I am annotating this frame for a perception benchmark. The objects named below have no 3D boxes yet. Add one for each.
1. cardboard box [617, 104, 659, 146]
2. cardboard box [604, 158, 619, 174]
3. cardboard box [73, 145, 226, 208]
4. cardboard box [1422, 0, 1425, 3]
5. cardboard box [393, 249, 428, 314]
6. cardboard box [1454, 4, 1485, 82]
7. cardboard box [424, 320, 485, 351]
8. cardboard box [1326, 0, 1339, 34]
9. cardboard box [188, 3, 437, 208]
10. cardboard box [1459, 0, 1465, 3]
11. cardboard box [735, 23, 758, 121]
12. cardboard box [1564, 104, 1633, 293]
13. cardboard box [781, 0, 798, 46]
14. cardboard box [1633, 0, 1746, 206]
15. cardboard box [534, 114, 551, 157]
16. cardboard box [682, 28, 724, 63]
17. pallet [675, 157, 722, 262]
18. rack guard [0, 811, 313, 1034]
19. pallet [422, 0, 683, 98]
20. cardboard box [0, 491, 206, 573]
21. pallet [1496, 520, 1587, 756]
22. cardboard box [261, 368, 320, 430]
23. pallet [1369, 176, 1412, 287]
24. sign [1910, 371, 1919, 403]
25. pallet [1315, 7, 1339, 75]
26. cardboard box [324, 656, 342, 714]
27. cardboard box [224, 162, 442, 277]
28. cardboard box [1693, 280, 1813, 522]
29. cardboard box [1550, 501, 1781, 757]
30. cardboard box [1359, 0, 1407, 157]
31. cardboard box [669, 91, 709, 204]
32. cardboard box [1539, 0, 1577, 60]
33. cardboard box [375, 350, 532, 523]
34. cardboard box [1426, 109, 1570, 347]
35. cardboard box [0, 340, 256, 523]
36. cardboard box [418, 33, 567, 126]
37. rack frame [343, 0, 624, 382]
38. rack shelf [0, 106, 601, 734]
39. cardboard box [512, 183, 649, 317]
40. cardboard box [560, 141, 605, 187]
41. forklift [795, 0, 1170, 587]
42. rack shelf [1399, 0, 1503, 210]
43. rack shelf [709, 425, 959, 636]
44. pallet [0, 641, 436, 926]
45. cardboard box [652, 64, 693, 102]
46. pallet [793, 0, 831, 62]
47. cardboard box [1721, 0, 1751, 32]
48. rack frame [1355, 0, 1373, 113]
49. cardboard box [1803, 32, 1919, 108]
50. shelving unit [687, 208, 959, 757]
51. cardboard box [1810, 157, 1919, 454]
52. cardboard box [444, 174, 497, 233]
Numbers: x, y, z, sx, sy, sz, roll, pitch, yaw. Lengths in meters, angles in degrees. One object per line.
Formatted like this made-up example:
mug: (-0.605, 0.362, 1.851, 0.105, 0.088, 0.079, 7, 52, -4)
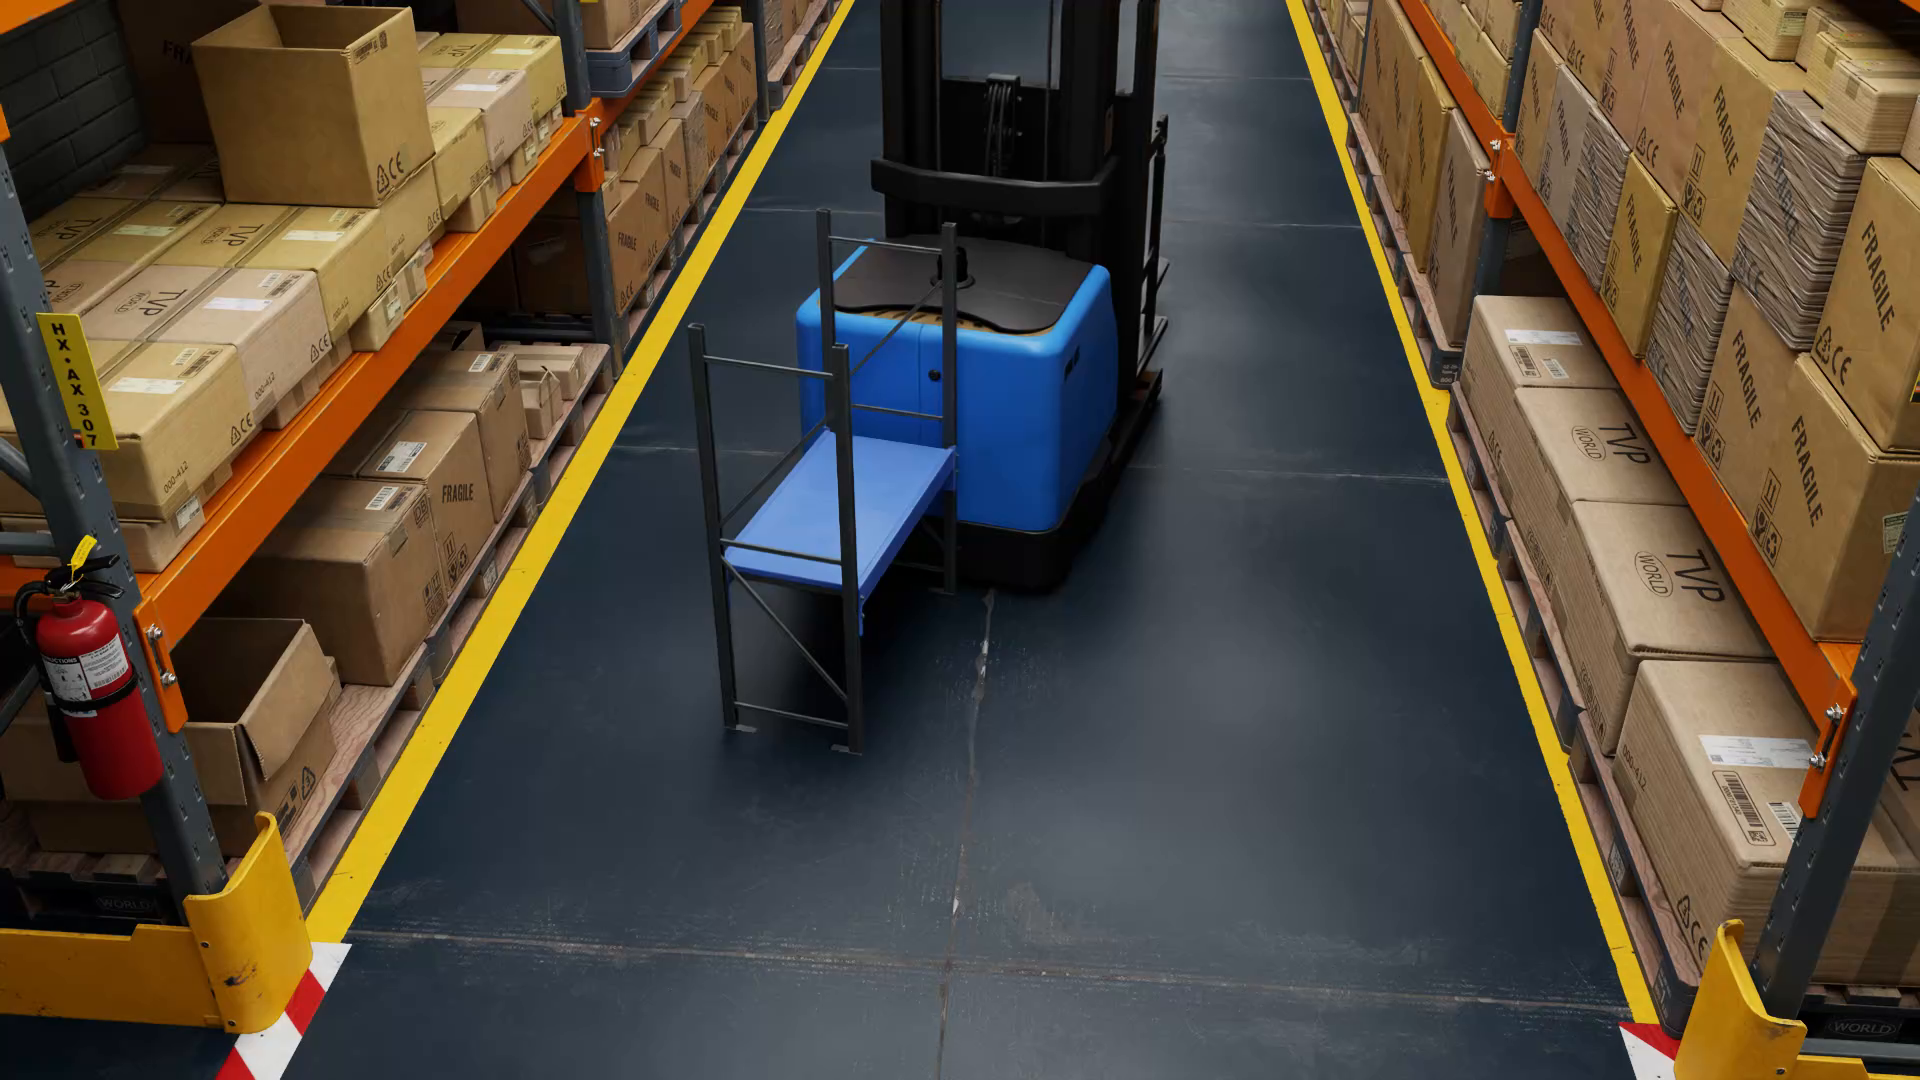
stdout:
cardboard box: (-1.823, -2.211, 8.842, 0.380, 0.149, 0.250, 2, 32, 4)
cardboard box: (-1.898, -1.803, 8.180, 0.380, 0.149, 0.250, 2, 32, 3)
cardboard box: (-2.560, -1.113, 5.556, 0.500, 0.250, 0.500, 2, 32, 4)
cardboard box: (2.772, -3.117, 9.092, 0.500, 0.250, 0.500, 3, 32, 6)
cardboard box: (-2.008, -0.859, 5.525, 0.380, 0.149, 0.250, 3, 32, 5)
cardboard box: (2.637, -2.325, 7.807, 0.500, 0.250, 0.500, 2, 32, 3)
cardboard box: (-2.428, -0.787, 7.330, 0.500, 0.311, 0.500, 4, 32, 6)
cardboard box: (3.310, -4.107, 12.660, 0.950, 0.372, 0.625, 3, 32, 6)
cardboard box: (-2.037, -1.388, 5.288, 0.500, 0.500, 0.500, 3, 32, 5)
cardboard box: (2.672, -2.800, 8.102, 0.500, 0.250, 0.500, 3, 32, 5)
cardboard box: (-1.633, -3.064, 10.845, 0.500, 0.500, 0.500, 3, 32, 5)
cardboard box: (2.418, -1.163, 5.683, 0.500, 0.500, 0.500, 3, 32, 4)
cardboard box: (-1.703, -4.015, 12.269, 0.875, 0.625, 0.625, 3, 32, 6)
cardboard box: (2.385, -1.313, 4.972, 0.500, 0.500, 0.500, 2, 32, 4)
cardboard box: (-1.912, -1.666, 6.834, 0.380, 0.149, 0.250, 3, 32, 5)
cardboard box: (-1.657, -3.021, 10.157, 0.380, 0.149, 0.250, 1, 32, 2)
pallet: (-2.013, -1.967, 9.741, 1.003, 0.211, 1.213, 2, 32, 4)
rack guard: (-2.458, 1.028, 4.605, 1.175, 0.500, 0.348, 2, 32, 4)
pallet: (-1.964, -2.419, 8.000, 1.003, 0.211, 1.213, 2, 32, 4)
cardboard box: (-2.164, -0.049, 4.211, 0.380, 0.149, 0.250, 2, 32, 4)
pallet: (2.573, 0.343, 5.992, 1.003, 0.211, 1.213, 2, 32, 4)
cardboard box: (-2.121, -0.453, 4.865, 0.380, 0.149, 0.250, 3, 32, 6)
pallet: (2.894, -1.737, 9.367, 1.003, 0.211, 1.213, 2, 32, 4)
sign: (1.944, -0.410, 3.227, 0.100, 0.325, 0.005, 2, 32, 4)
pallet: (3.302, -3.827, 12.759, 1.003, 0.211, 1.213, 2, 32, 4)
cardboard box: (-2.246, 0.502, 5.393, 0.380, 0.149, 0.250, 1, 32, 2)
cardboard box: (-2.059, -1.082, 5.506, 0.500, 0.250, 0.500, 2, 32, 3)
cardboard box: (2.315, -0.354, 4.370, 0.500, 0.500, 0.500, 2, 32, 3)
cardboard box: (2.504, 0.298, 5.450, 0.875, 0.438, 0.875, 3, 32, 5)
cardboard box: (2.996, -2.886, 10.199, 0.875, 0.875, 0.875, 2, 32, 4)
cardboard box: (-1.748, -2.256, 9.535, 0.500, 0.500, 0.500, 1, 32, 2)
cardboard box: (2.529, -2.107, 6.262, 0.500, 0.500, 0.500, 3, 32, 4)
cardboard box: (-2.127, -0.415, 6.546, 0.700, 0.500, 0.500, 1, 32, 2)
cardboard box: (2.780, -1.480, 7.917, 0.875, 0.875, 0.875, 3, 32, 6)
cardboard box: (-2.158, -0.285, 4.212, 0.500, 0.250, 0.500, 3, 32, 4)
cardboard box: (-1.937, -1.874, 6.791, 0.500, 0.250, 0.500, 3, 32, 5)
rack frame: (-2.138, -2.088, 7.279, 1.000, 3.000, 0.127, 2, 32, 4)
rack shelf: (-2.301, -0.736, 5.770, 1.077, 0.370, 4.000, 2, 32, 4)
cardboard box: (-1.875, -1.446, 8.219, 0.500, 0.500, 0.500, 4, 32, 6)
cardboard box: (-1.904, -1.784, 7.866, 0.380, 0.149, 0.250, 2, 32, 3)
forklift: (0.311, -1.832, 6.929, 1.130, 2.935, 3.031, 9, 33, 15)
rack shelf: (2.972, -2.617, 8.824, 1.077, 0.370, 4.000, 2, 32, 4)
rack shelf: (-0.409, -0.059, 5.759, 0.538, 0.185, 1.000, 9, 33, 15)
pallet: (-2.394, 0.734, 5.357, 1.003, 0.211, 1.213, 2, 32, 4)
cardboard box: (-1.736, -2.609, 9.488, 0.380, 0.149, 0.250, 1, 32, 2)
pallet: (-1.605, -4.057, 13.132, 1.003, 0.211, 1.213, 2, 32, 4)
cardboard box: (2.403, -1.533, 4.711, 0.380, 0.149, 0.250, 3, 32, 6)
rack frame: (3.135, -3.969, 10.332, 1.000, 3.000, 0.127, 2, 32, 4)
cardboard box: (2.309, -1.129, 4.056, 0.380, 0.149, 0.250, 3, 32, 5)
shelving unit: (-0.409, -0.212, 5.665, 0.538, 1.500, 1.048, 9, 33, 15)
cardboard box: (2.286, -0.517, 3.681, 0.500, 0.500, 0.500, 3, 32, 6)
cardboard box: (-1.950, -1.259, 6.173, 0.380, 0.149, 0.250, 2, 32, 3)
